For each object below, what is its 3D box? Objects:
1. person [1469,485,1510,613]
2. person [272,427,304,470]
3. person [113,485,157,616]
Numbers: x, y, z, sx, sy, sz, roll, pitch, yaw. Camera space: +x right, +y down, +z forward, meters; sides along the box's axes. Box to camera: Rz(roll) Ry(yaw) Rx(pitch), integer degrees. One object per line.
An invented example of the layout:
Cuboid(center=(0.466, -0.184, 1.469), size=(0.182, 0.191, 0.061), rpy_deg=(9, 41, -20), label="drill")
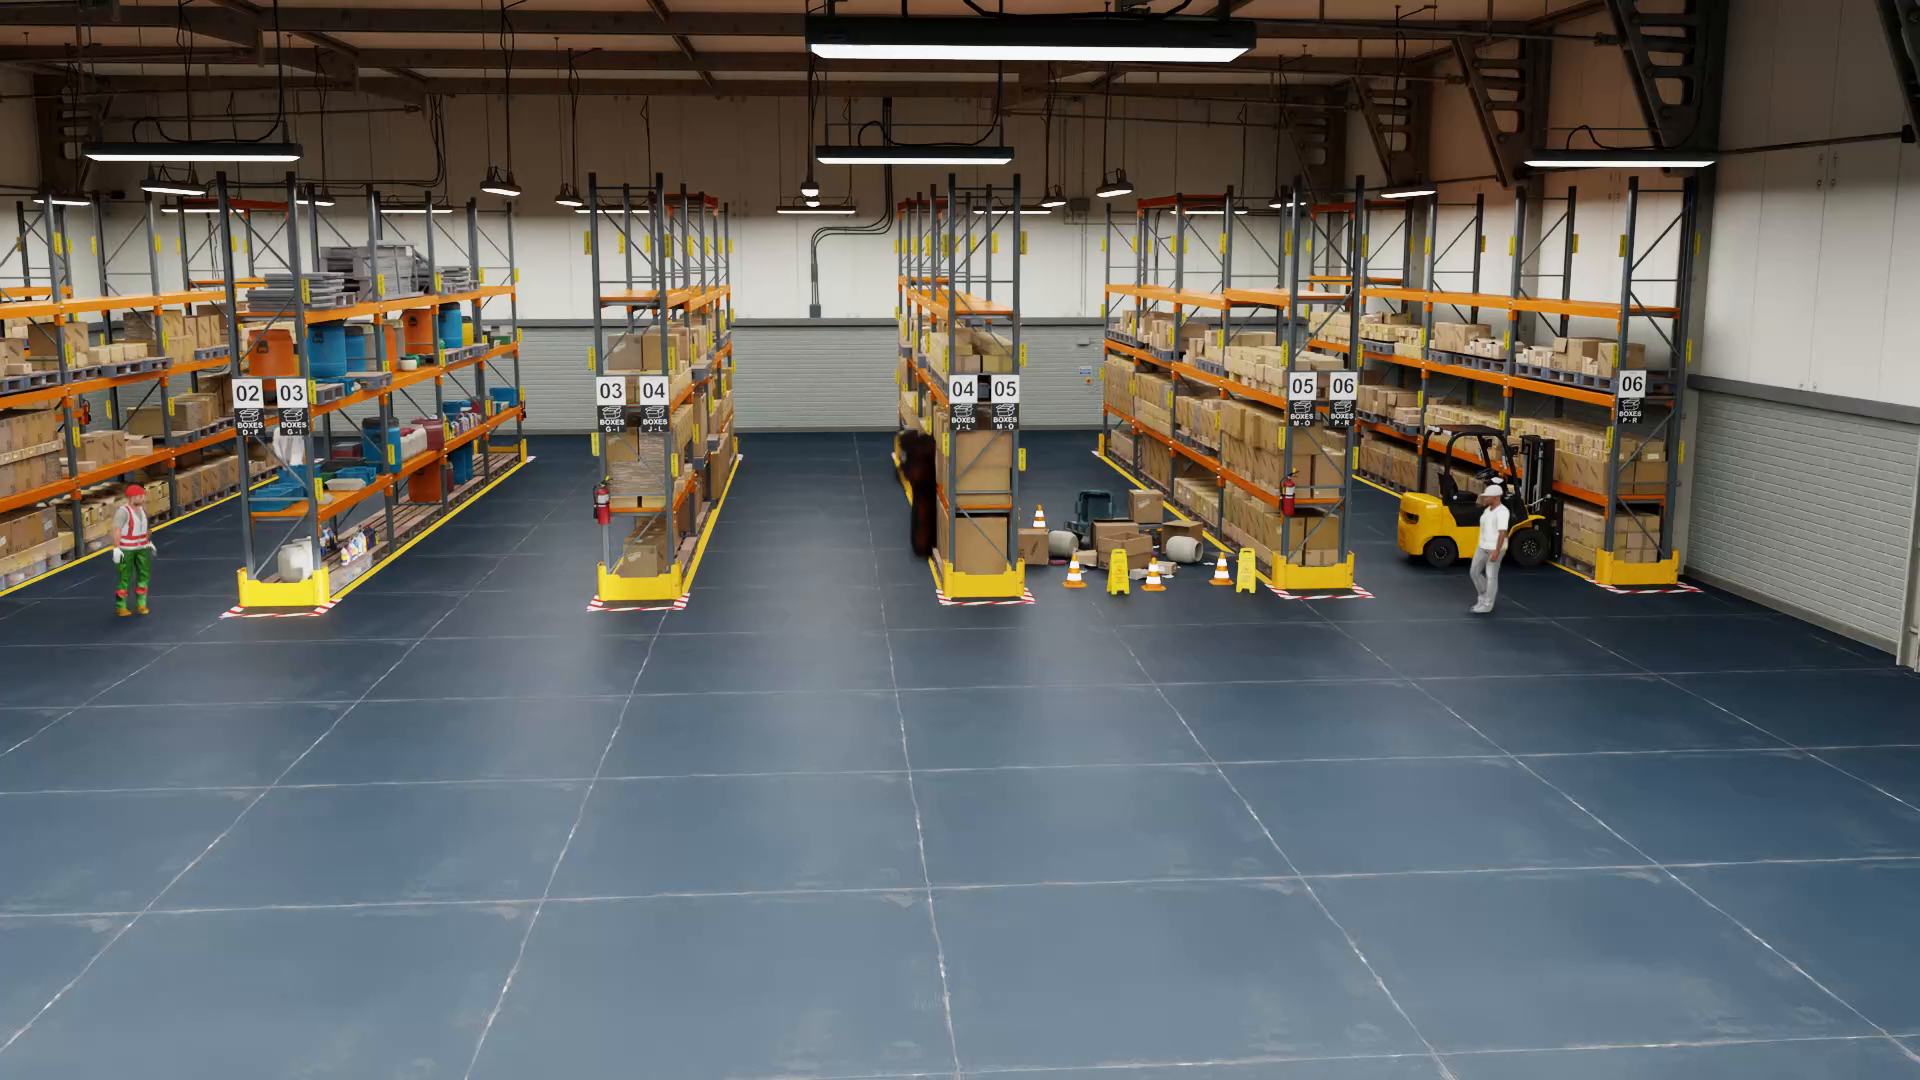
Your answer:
Cuboid(center=(7.317, 0.138, 22.956), size=(0.498, 1.805, 0.579), rpy_deg=(-4, 11, -23), label="person")
Cuboid(center=(-13.210, -1.625, 32.729), size=(0.529, 1.727, 1.049), rpy_deg=(0, 10, 2), label="person")
Cuboid(center=(-11.345, 0.130, 22.817), size=(0.444, 1.786, 0.649), rpy_deg=(5, 11, 28), label="person")
